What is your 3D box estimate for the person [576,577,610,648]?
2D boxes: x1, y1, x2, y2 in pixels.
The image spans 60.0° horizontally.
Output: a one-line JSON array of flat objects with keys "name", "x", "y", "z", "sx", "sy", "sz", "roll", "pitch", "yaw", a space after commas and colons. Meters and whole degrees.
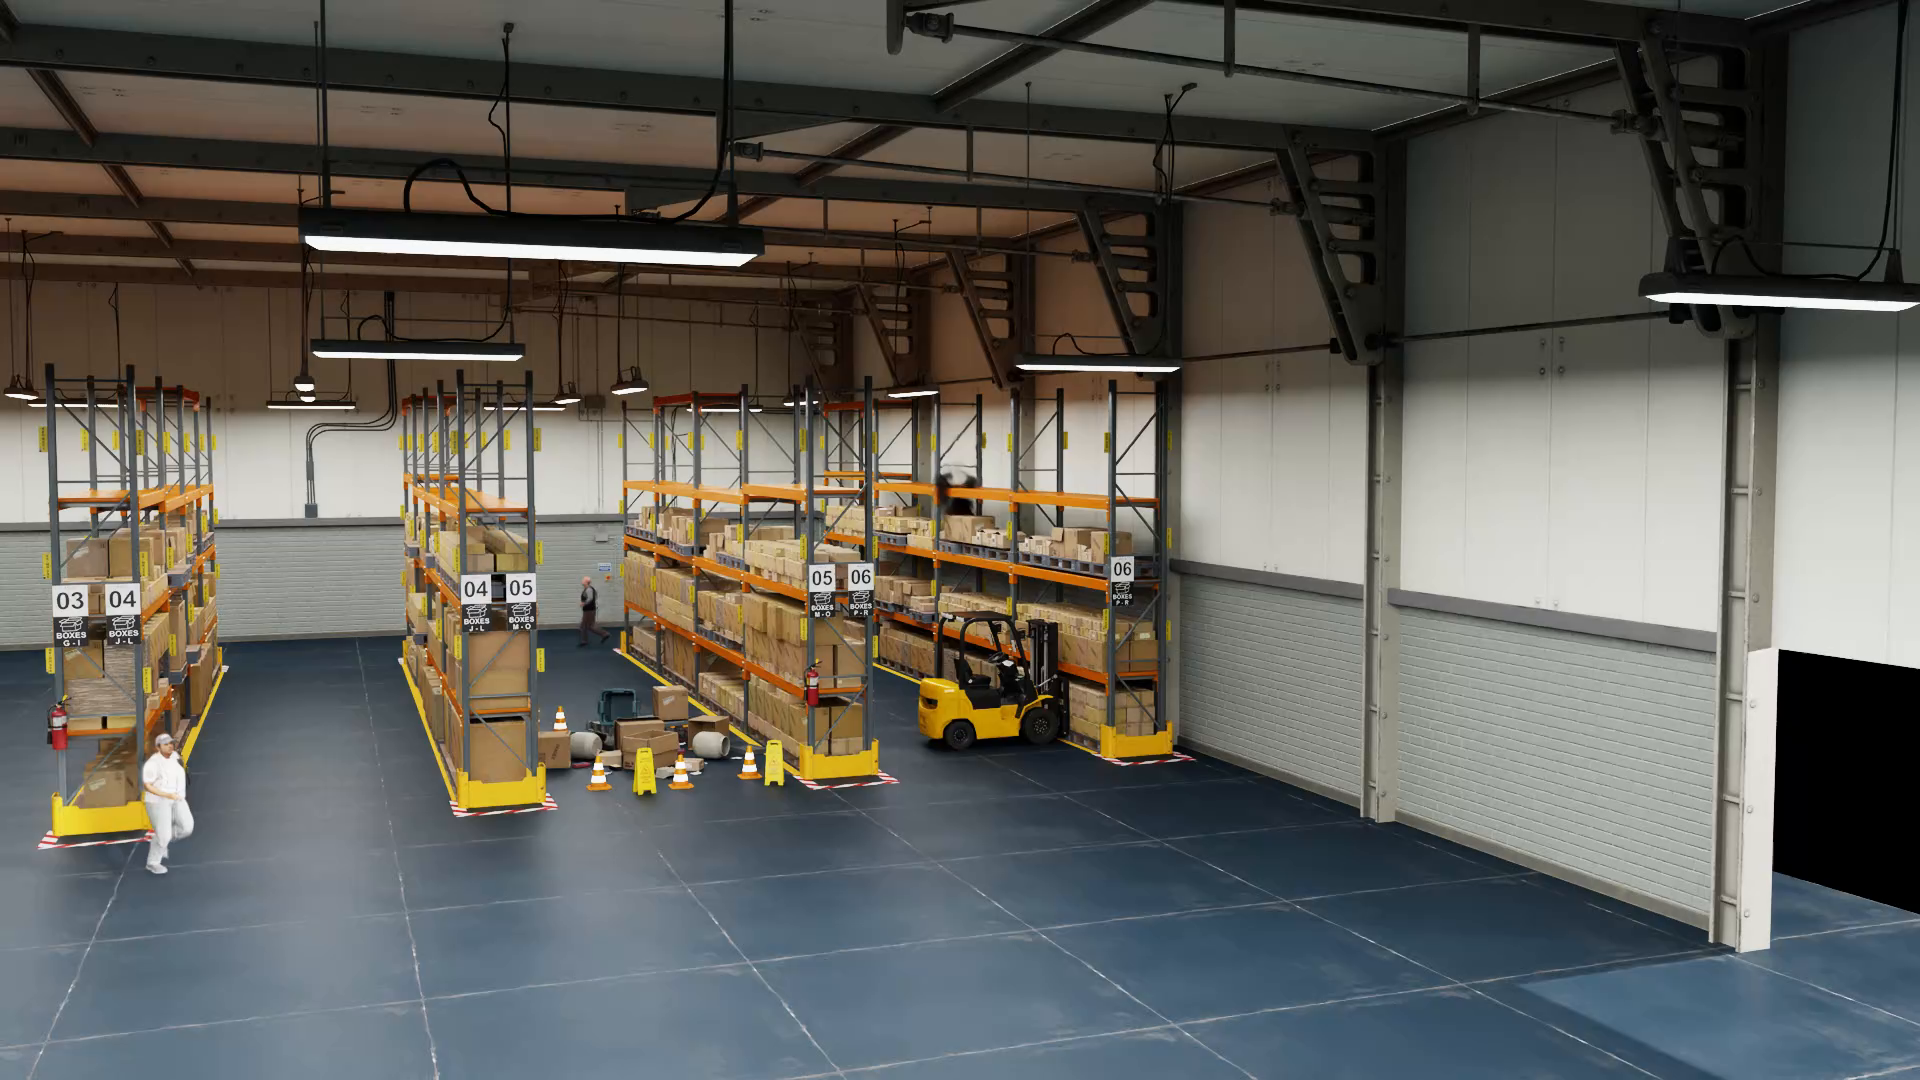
[{"name": "person", "x": -8.983, "y": 1.771, "z": 40.650, "sx": 0.828, "sy": 1.740, "sz": 0.669, "roll": -1, "pitch": 3, "yaw": -13}]

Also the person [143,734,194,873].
[{"name": "person", "x": -9.233, "y": 3.062, "z": 19.424, "sx": 0.598, "sy": 1.626, "sz": 0.631, "roll": 1, "pitch": 4, "yaw": 23}]
